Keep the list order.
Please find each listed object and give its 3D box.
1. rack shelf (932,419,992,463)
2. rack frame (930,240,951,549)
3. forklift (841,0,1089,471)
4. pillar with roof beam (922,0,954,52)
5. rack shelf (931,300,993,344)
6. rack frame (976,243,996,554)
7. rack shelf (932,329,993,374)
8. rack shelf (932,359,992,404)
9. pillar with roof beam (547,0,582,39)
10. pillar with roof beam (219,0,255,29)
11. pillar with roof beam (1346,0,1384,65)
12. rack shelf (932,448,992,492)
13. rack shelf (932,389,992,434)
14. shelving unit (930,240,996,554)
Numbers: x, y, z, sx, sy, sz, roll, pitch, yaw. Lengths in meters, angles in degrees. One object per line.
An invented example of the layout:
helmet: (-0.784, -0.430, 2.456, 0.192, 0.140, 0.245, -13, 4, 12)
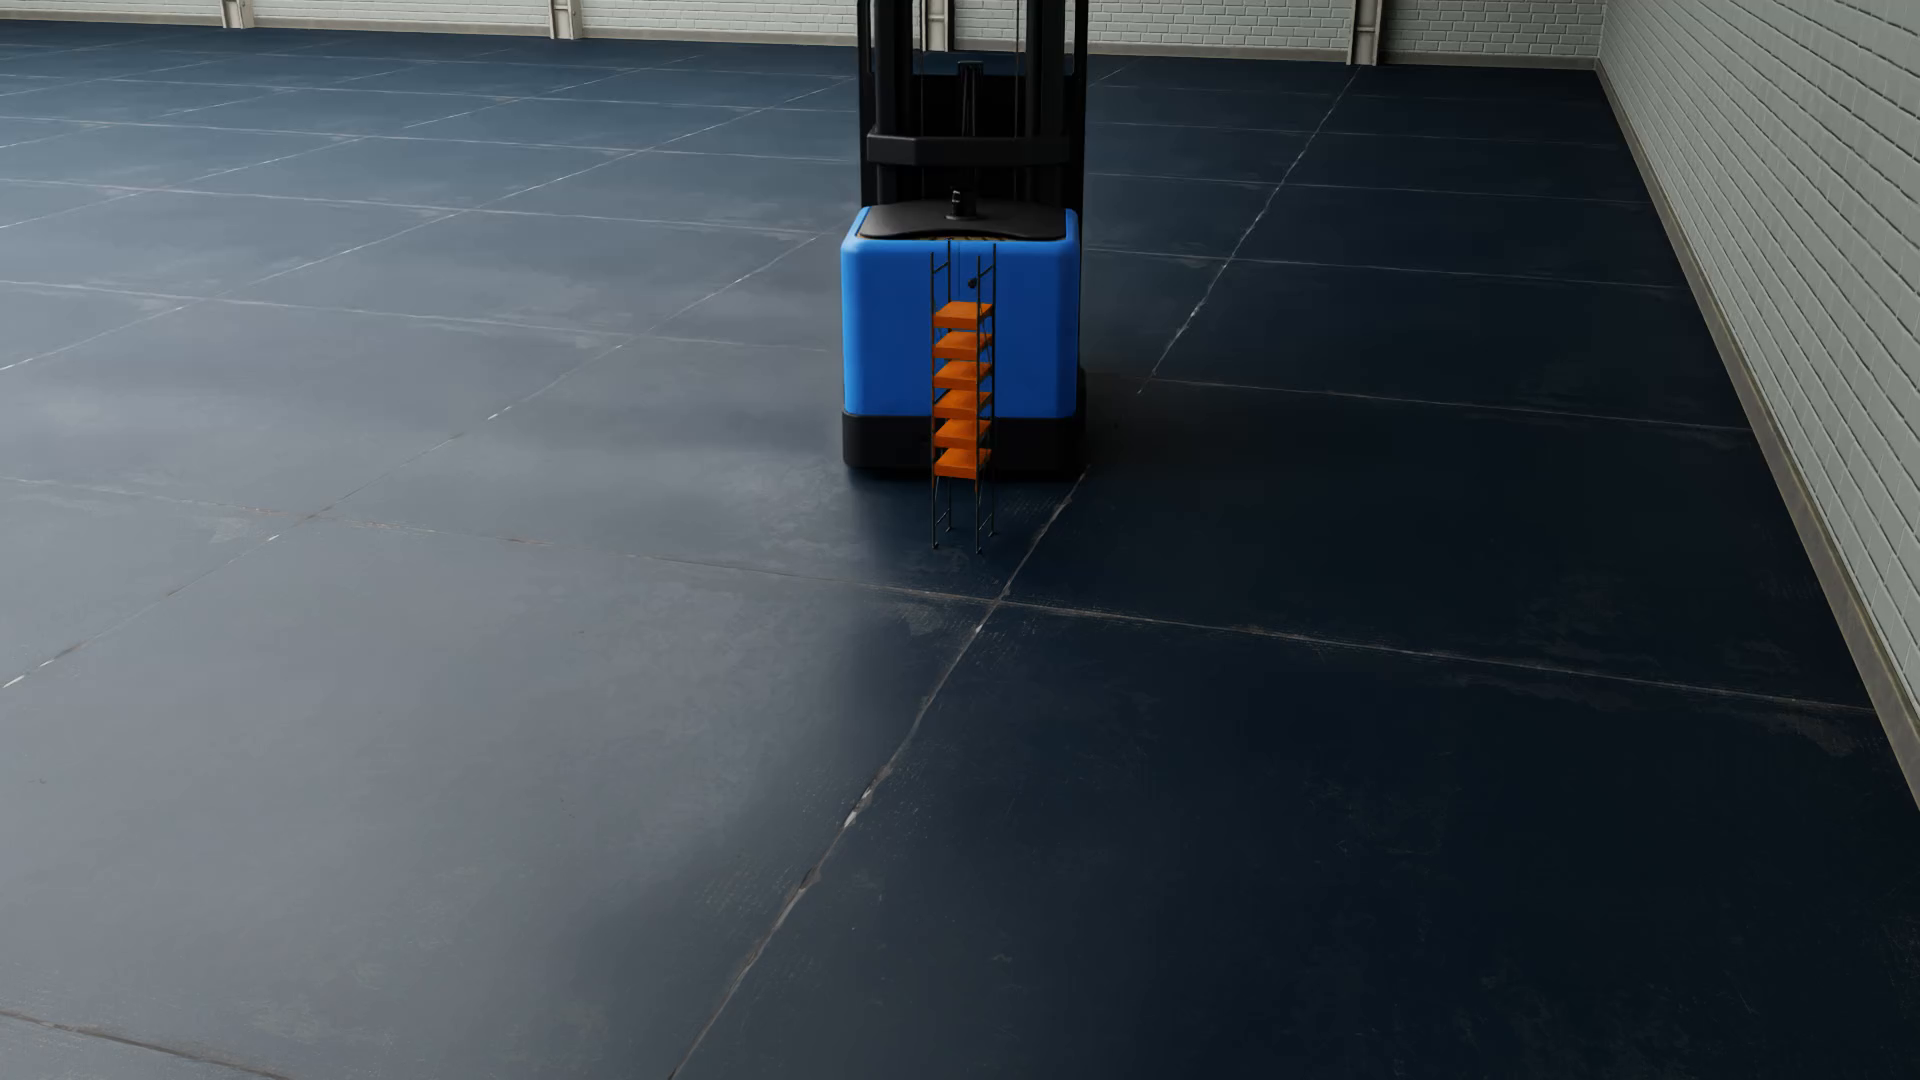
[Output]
rack shelf: (0.014, -0.401, 6.601, 0.180, 0.103, 0.258, 7, 23, 16)
rack frame: (-0.074, -0.564, 6.563, 0.006, 1.200, 0.240, 7, 23, 16)
forklift: (0.073, -2.174, 8.207, 1.130, 2.935, 3.031, 1, 22, 3)
pillar with roof beam: (-1.559, -9.683, 18.520, 0.400, 9.000, 9.100, 7, 23, 16)
rack shelf: (0.014, -0.845, 6.419, 0.180, 0.103, 0.258, 7, 23, 16)
rack frame: (0.101, -0.543, 6.514, 0.006, 1.200, 0.240, 7, 23, 16)
rack shelf: (0.014, -0.734, 6.464, 0.180, 0.103, 0.258, 7, 23, 16)
rack shelf: (0.014, -0.623, 6.510, 0.180, 0.103, 0.258, 7, 23, 16)
pillar with roof beam: (-7.303, -10.341, 20.123, 0.400, 9.000, 9.100, 7, 23, 16)
pillar with roof beam: (-13.047, -10.999, 21.727, 0.400, 9.000, 9.100, 7, 23, 16)
pillar with roof beam: (4.186, -9.026, 16.916, 0.400, 9.000, 9.100, 7, 23, 16)
rack shelf: (0.014, -0.290, 6.646, 0.180, 0.103, 0.258, 7, 23, 16)
rack shelf: (0.014, -0.512, 6.555, 0.180, 0.103, 0.258, 7, 23, 16)
shelving unit: (0.014, -0.554, 6.538, 0.189, 1.200, 0.258, 7, 23, 16)
